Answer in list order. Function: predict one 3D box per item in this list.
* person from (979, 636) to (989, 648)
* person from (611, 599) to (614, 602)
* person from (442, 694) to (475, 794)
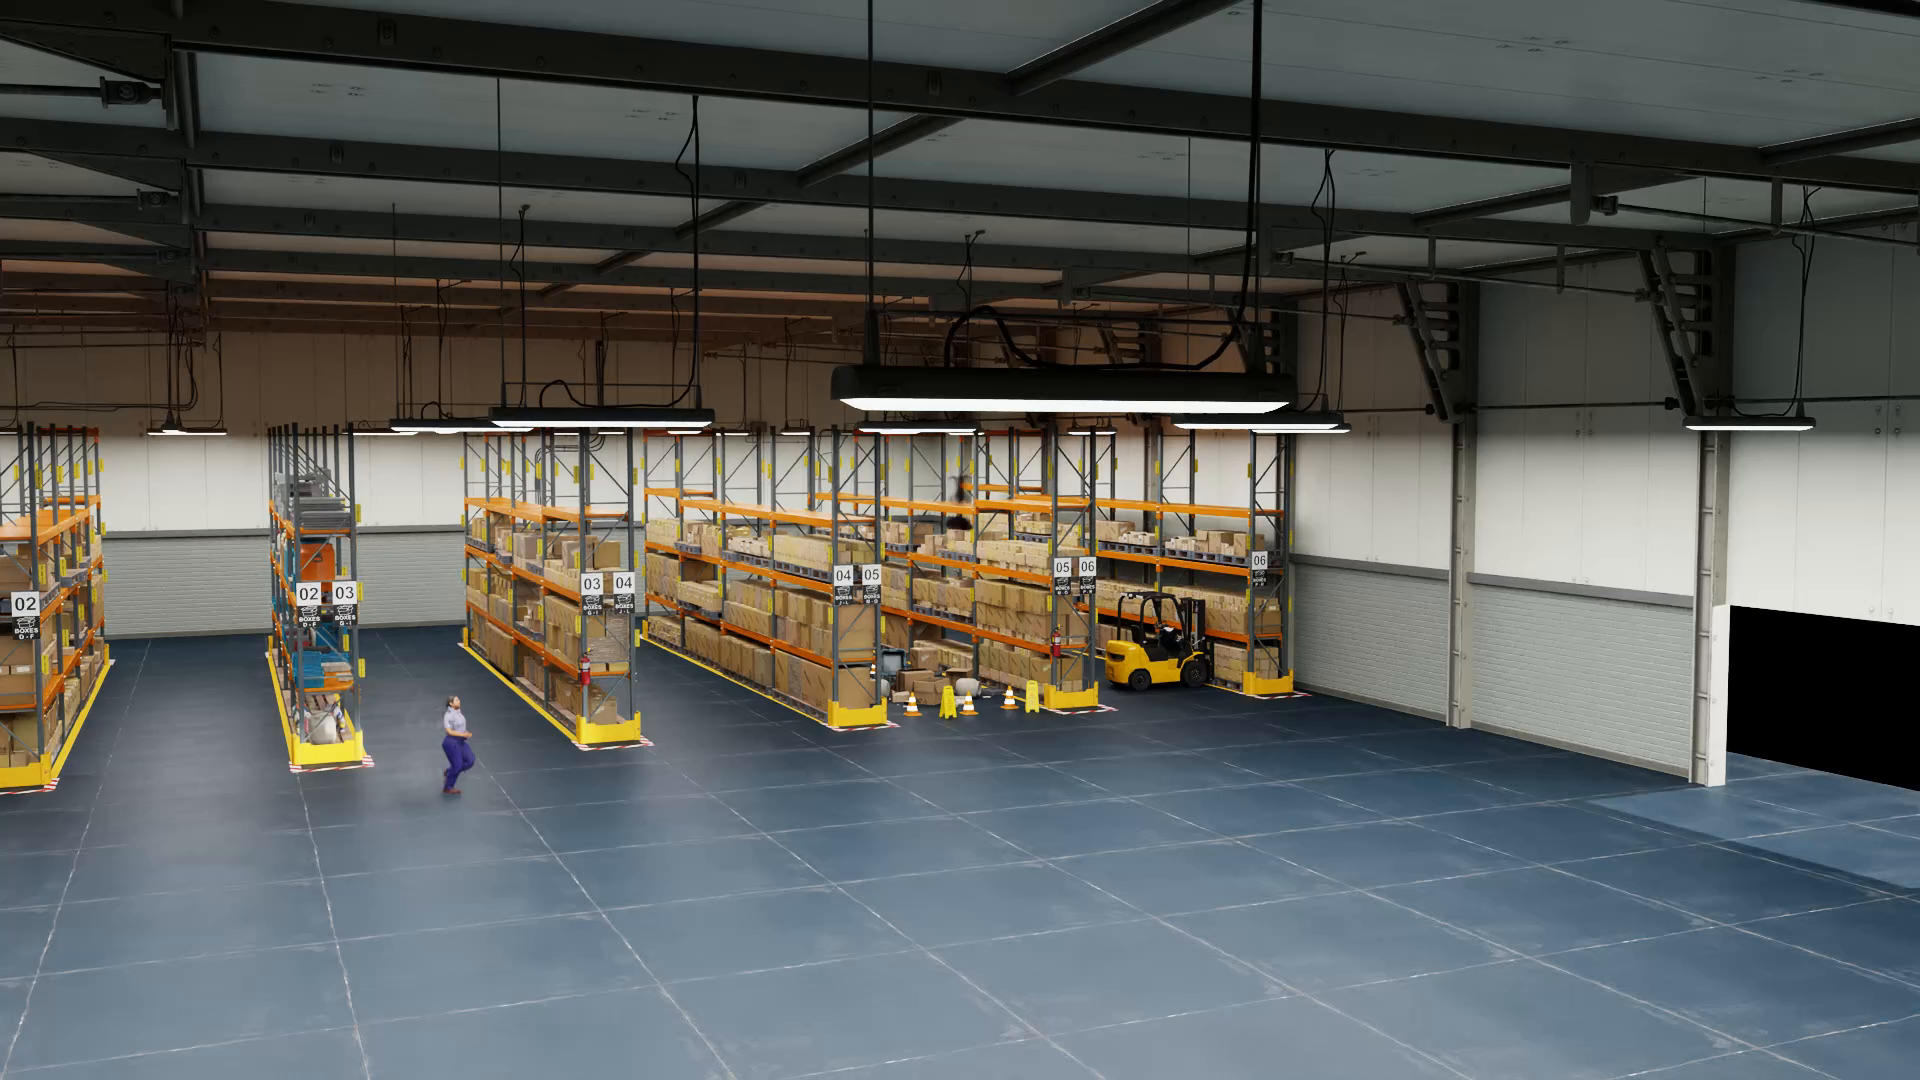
[{"bbox_3d":[0.606,2.209,43.633,0.672,1.793,0.813,-2,4,-31],"label":"person"},{"bbox_3d":[-9.208,2.048,45.372,0.696,1.828,0.917,-2,4,-31],"label":"person"},{"bbox_3d":[-8.095,3.291,26.799,0.539,1.596,0.599,0,3,2],"label":"person"}]
